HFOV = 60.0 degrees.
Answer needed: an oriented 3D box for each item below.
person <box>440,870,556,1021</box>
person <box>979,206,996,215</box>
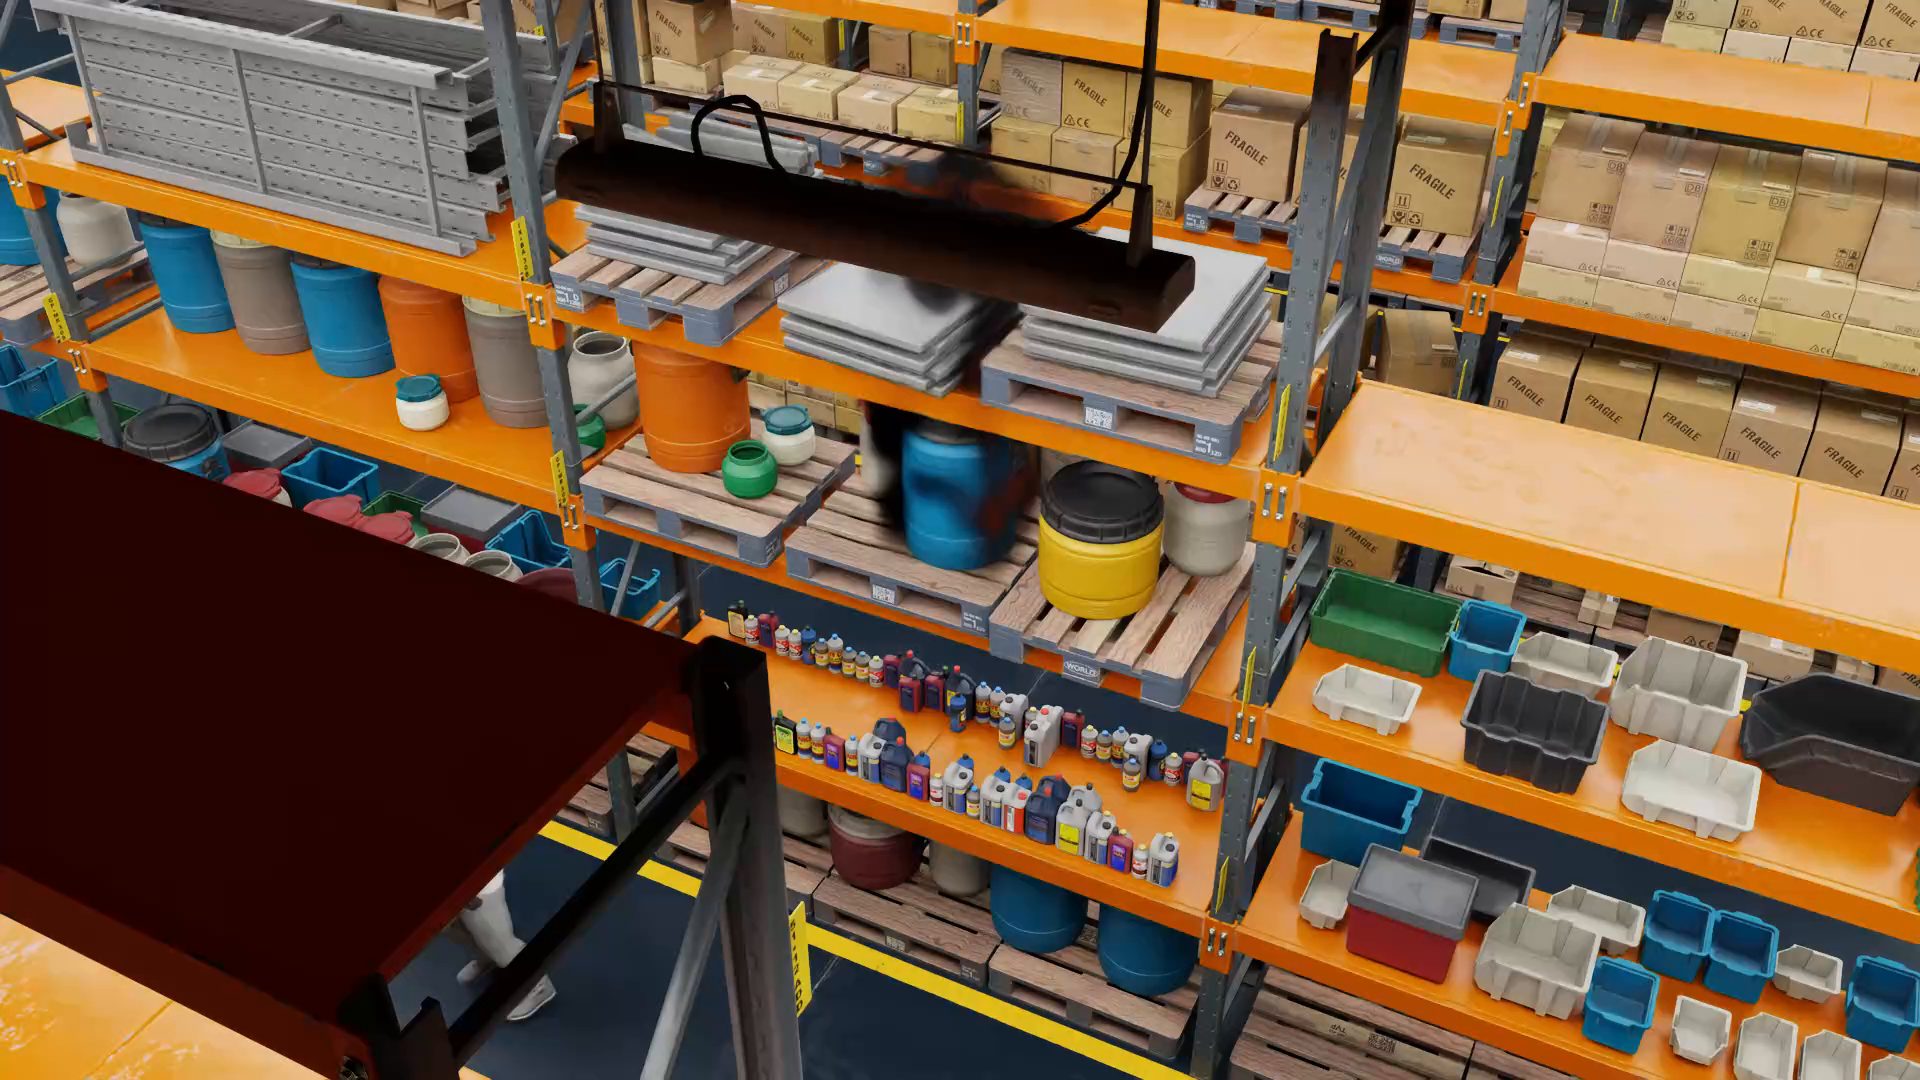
[{"bbox_3d":[-2.879,2.015,9.569,0.812,1.713,0.717,-12,37,-16],"label":"person"},{"bbox_3d":[0.284,-2.383,15.801,0.718,1.780,0.750,12,37,16],"label":"person"}]
